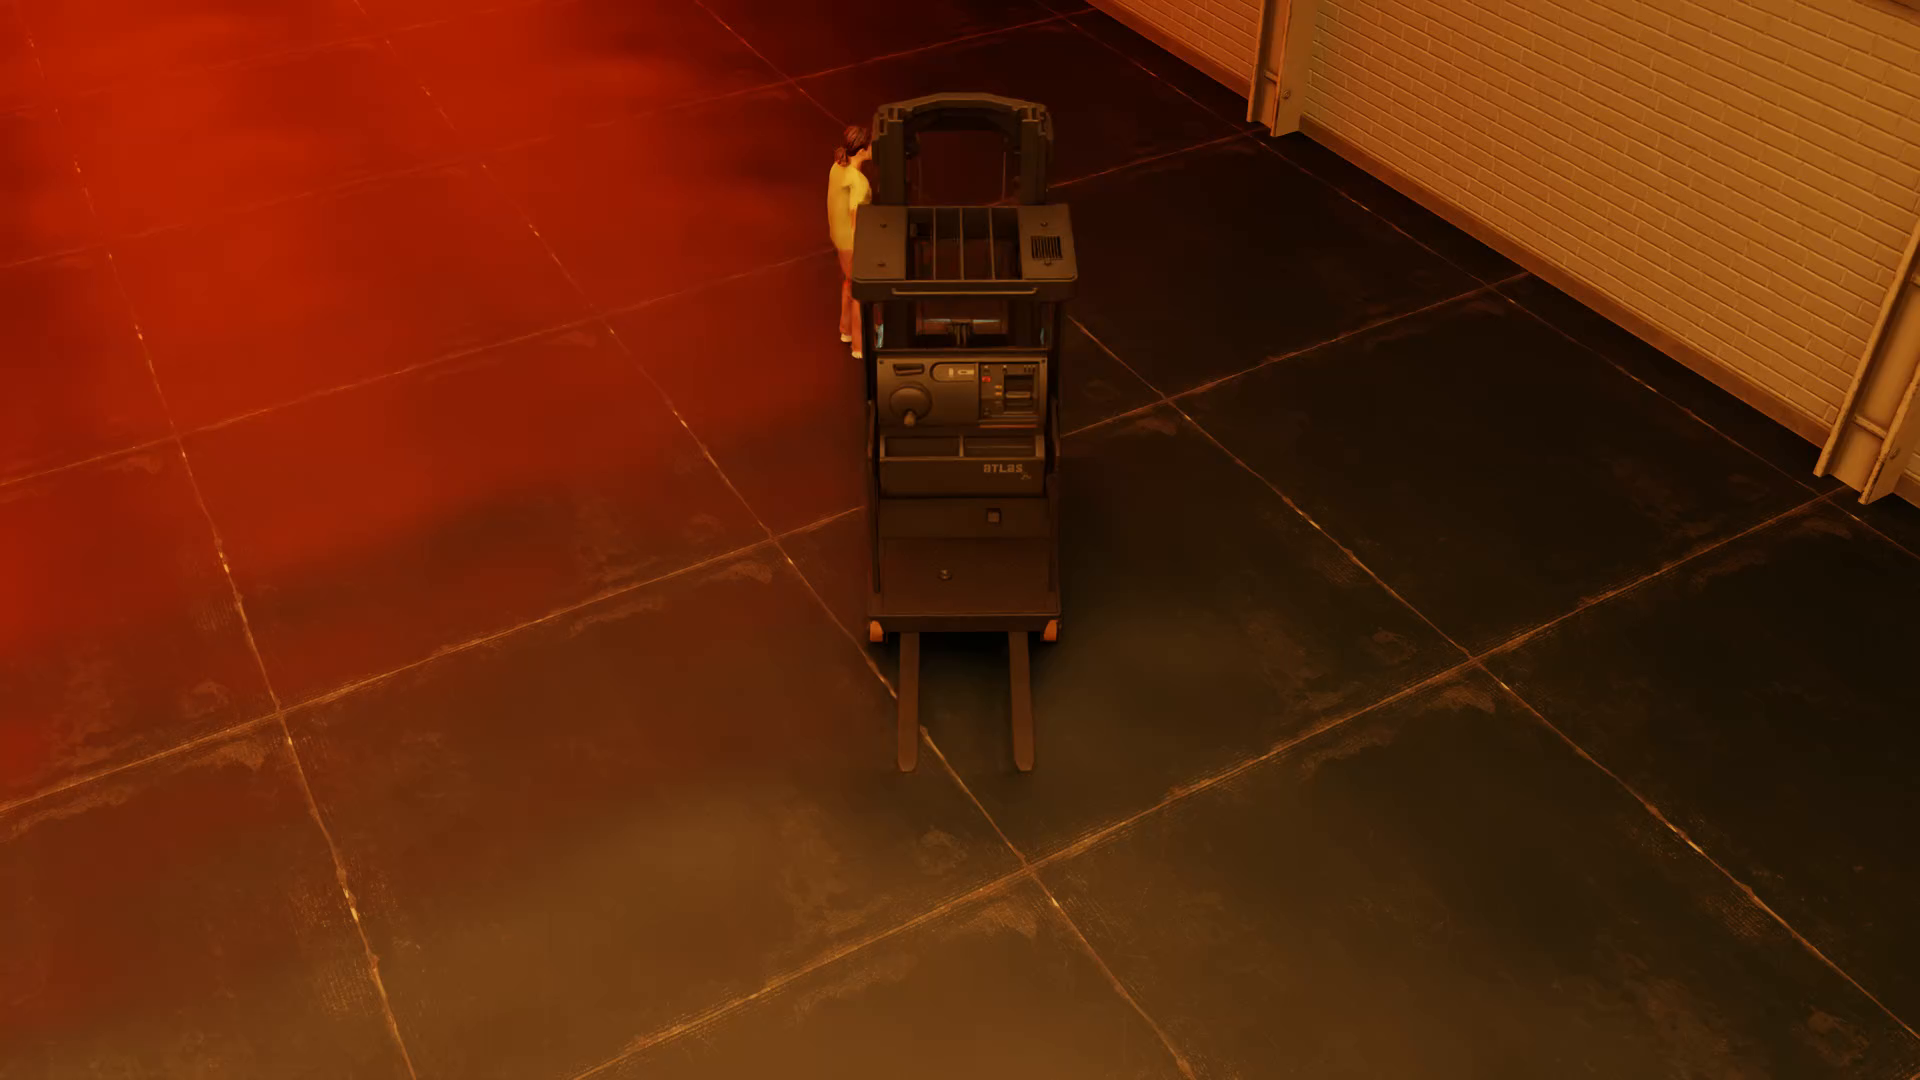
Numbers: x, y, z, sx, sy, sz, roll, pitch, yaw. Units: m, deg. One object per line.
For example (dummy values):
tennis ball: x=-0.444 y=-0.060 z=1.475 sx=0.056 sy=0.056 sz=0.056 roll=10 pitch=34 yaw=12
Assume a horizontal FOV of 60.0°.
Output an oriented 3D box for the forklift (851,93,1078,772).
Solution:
forklift: x=0.017 y=-0.737 z=8.924 sx=1.130 sy=2.935 sz=3.031 roll=0 pitch=40 yaw=0

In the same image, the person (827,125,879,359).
person: x=-0.714 y=-2.070 z=11.519 sx=0.358 sy=1.671 sz=0.523 roll=-15 pitch=42 yaw=-17
